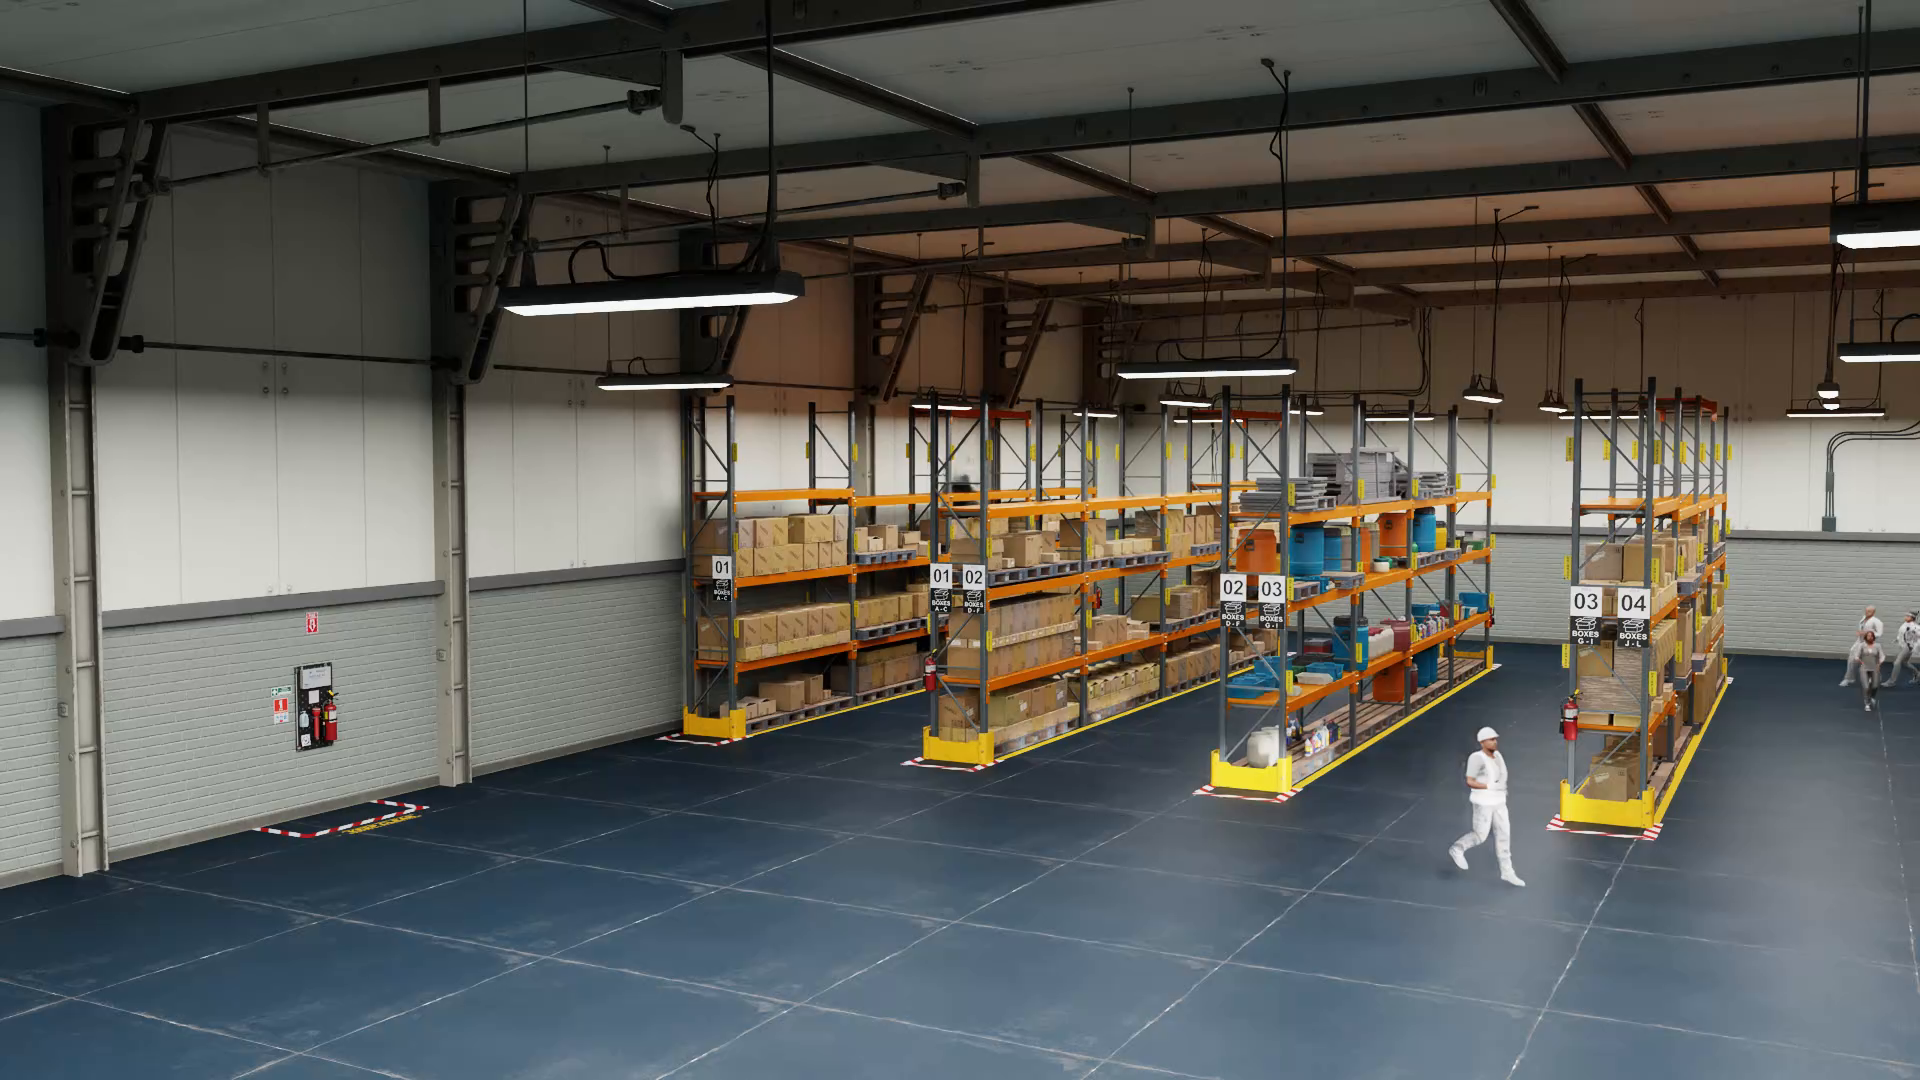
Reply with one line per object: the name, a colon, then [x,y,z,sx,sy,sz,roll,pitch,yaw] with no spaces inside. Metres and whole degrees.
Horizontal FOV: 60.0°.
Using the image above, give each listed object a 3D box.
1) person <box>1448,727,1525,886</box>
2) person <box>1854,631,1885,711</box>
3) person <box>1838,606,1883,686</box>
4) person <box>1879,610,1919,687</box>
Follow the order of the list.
person: [6.141,3.069,19.367,0.684,1.781,0.984,-2,4,-35]
person: [17.572,2.532,32.126,0.529,1.553,0.551,1,3,25]
person: [19.368,2.330,35.414,0.905,1.692,0.780,-1,3,-15]
person: [20.088,2.301,35.284,0.923,1.667,0.674,0,3,3]
